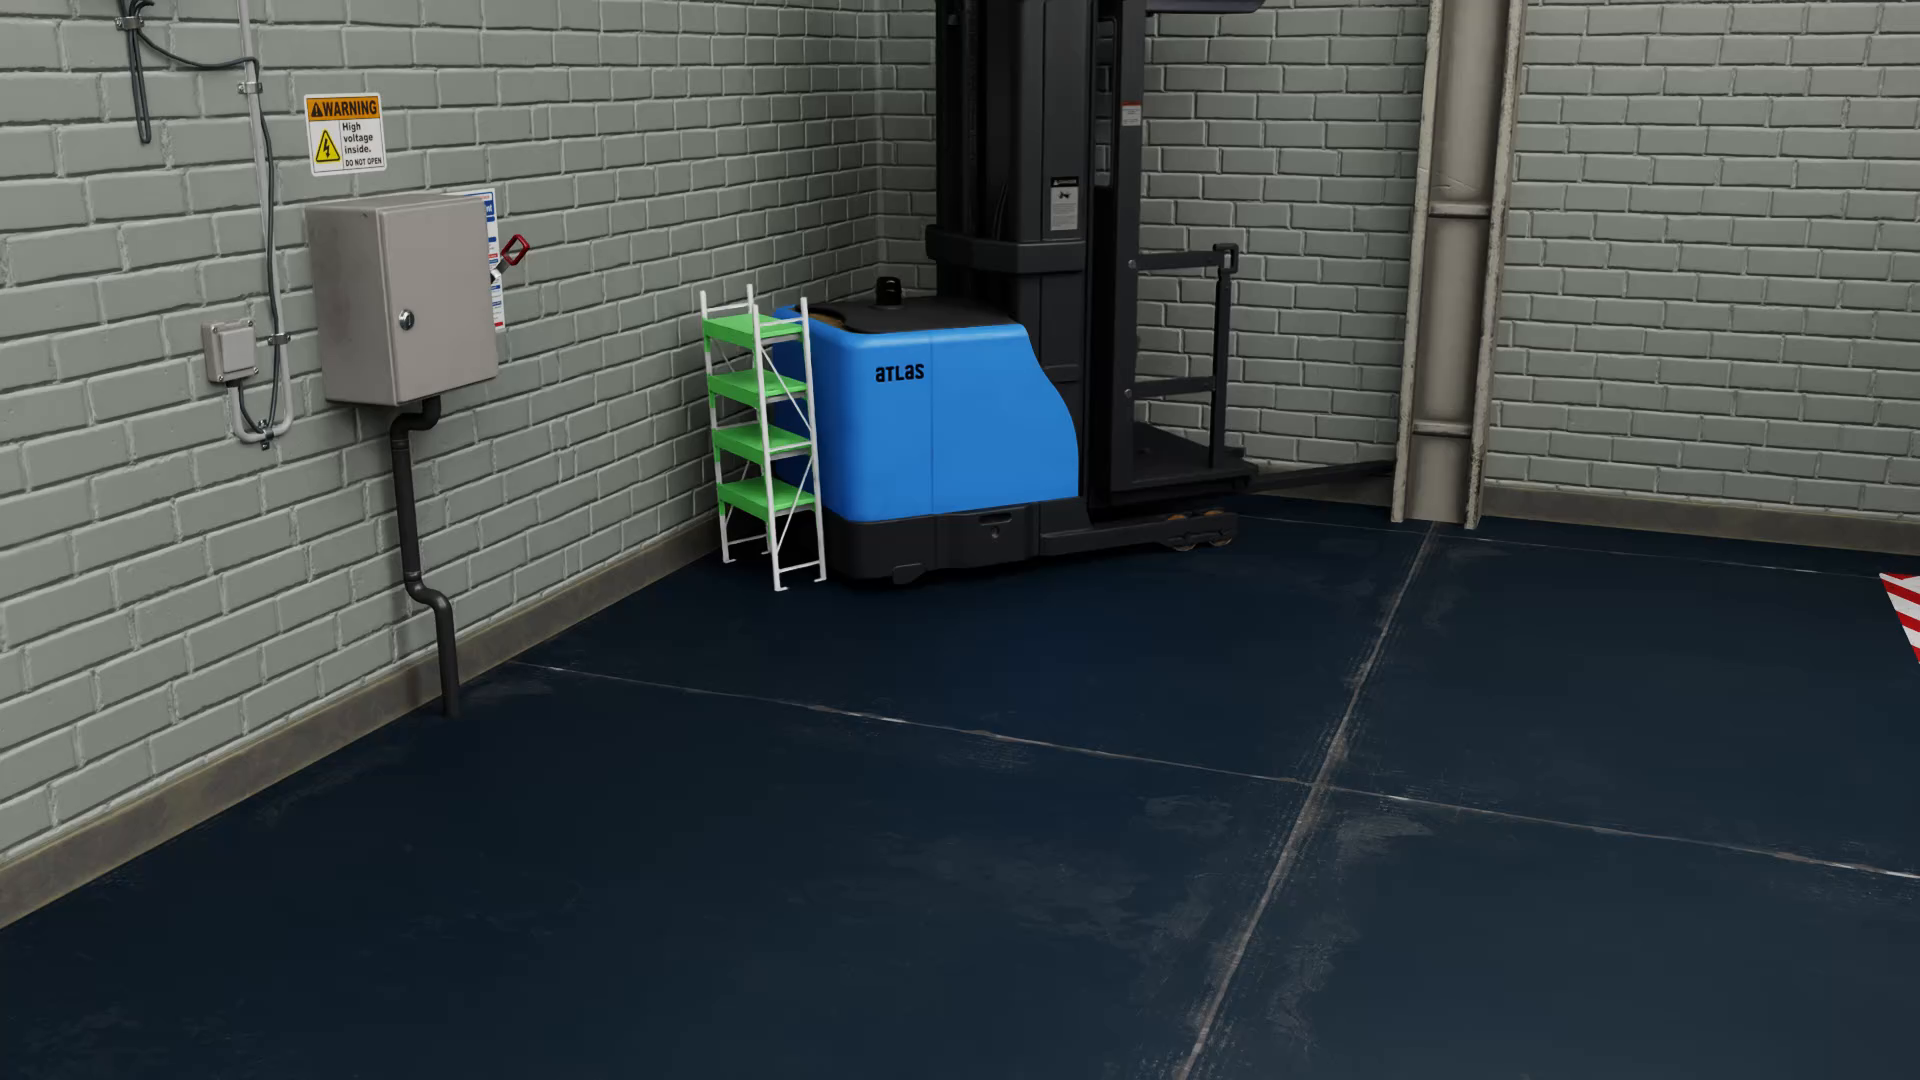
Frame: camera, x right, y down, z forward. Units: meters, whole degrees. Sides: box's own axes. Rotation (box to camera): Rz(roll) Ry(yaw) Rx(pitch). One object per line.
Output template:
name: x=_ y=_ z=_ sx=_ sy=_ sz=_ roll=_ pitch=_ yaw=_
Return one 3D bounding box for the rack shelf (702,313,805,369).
rack shelf: x=-0.847 y=-0.833 z=6.878 sx=0.258 sy=0.148 sz=0.480 roll=-14 pitch=21 yaw=-31

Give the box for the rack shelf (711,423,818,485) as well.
rack shelf: x=-0.827 y=-0.377 z=7.024 sx=0.258 sy=0.148 sz=0.480 roll=-14 pitch=21 yaw=-31

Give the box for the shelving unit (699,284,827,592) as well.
shelving unit: x=-0.829 y=-0.437 z=7.005 sx=0.258 sy=1.200 sz=0.503 roll=-14 pitch=21 yaw=-31

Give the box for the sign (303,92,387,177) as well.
sign: x=-1.896 y=-1.257 z=5.141 sx=0.001 sy=0.242 sz=0.339 roll=6 pitch=17 yaw=21

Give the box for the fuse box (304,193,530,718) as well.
fuse box: x=-1.683 y=-0.234 z=5.412 sx=0.414 sy=1.711 sz=0.539 roll=6 pitch=17 yaw=21

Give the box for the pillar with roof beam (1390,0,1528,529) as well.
pillar with roof beam: x=0.725 y=-3.314 z=2.950 sx=0.400 sy=9.000 sz=9.100 roll=6 pitch=17 yaw=21

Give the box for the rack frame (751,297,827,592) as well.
rack frame: x=-0.695 y=-0.381 z=6.809 sx=0.240 sy=1.200 sz=0.015 roll=-14 pitch=21 yaw=-31

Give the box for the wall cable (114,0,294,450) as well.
wall cable: x=-2.080 y=-1.180 z=4.536 sx=0.122 sy=1.984 sz=0.588 roll=6 pitch=17 yaw=21

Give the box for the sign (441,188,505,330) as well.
sign: x=-1.695 y=-0.957 z=5.760 sx=0.001 sy=0.494 sz=0.329 roll=6 pitch=17 yaw=21

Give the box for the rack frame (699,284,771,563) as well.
rack frame: x=-0.963 y=-0.494 z=7.201 sx=0.240 sy=1.200 sz=0.015 roll=-14 pitch=21 yaw=-31

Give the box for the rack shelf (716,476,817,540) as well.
rack shelf: x=-0.817 y=-0.148 z=7.098 sx=0.258 sy=0.148 sz=0.480 roll=-14 pitch=21 yaw=-31

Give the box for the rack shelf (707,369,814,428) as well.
rack shelf: x=-0.837 y=-0.605 z=6.951 sx=0.258 sy=0.148 sz=0.480 roll=-14 pitch=21 yaw=-31

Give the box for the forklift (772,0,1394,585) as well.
forklift: x=0.704 y=-1.479 z=7.510 sx=3.031 sy=2.935 sz=1.130 roll=-7 pitch=18 yaw=-24
